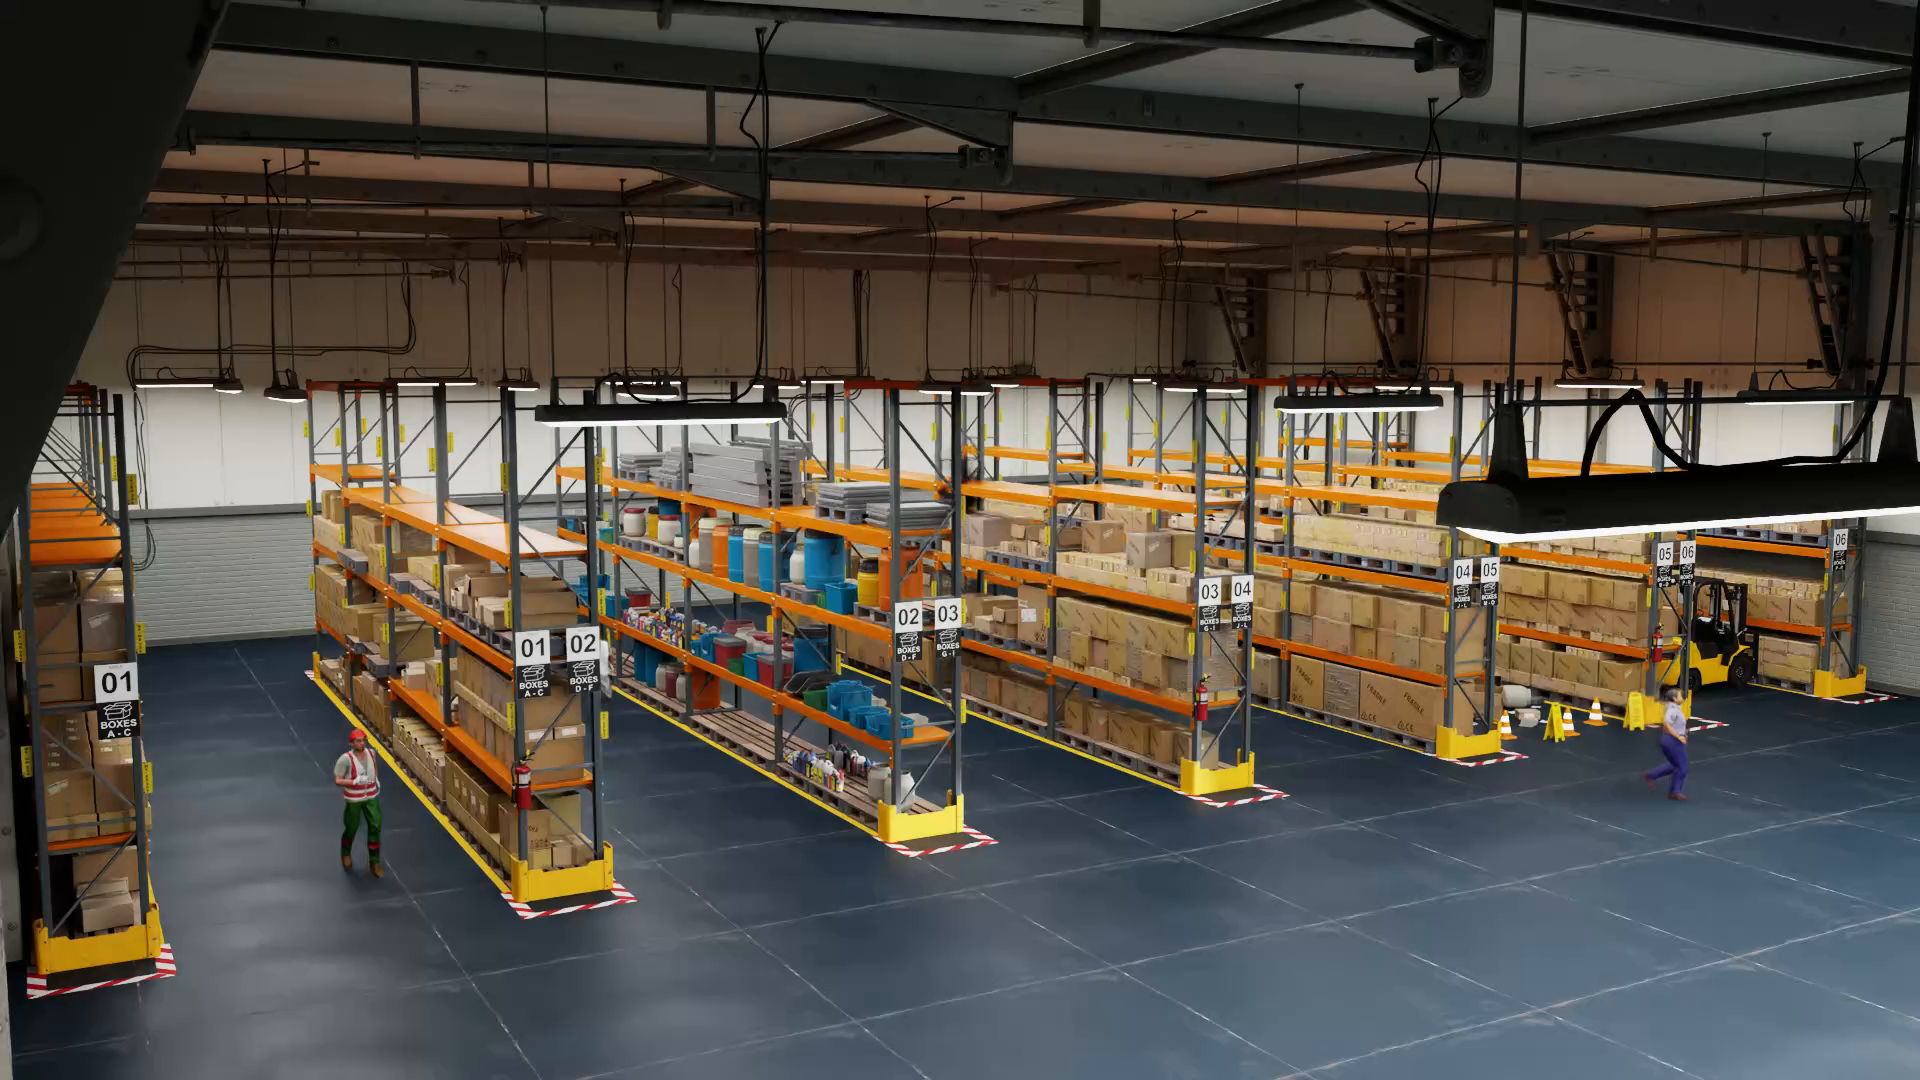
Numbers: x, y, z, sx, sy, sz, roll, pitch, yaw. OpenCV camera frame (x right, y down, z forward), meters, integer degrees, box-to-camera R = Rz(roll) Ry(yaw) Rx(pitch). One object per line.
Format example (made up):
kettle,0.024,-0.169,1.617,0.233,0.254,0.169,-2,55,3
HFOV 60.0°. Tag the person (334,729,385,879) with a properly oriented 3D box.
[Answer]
person,-7.454,3.240,20.605,0.662,1.846,0.837,-6,8,-43

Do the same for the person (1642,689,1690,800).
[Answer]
person,10.311,2.964,24.204,0.652,1.628,0.614,2,6,16

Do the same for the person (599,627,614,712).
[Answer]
person,-6.390,2.366,29.198,0.685,1.735,0.667,-4,8,-36

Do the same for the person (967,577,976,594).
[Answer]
person,0.267,1.055,42.197,0.750,1.681,0.582,-3,7,-24
